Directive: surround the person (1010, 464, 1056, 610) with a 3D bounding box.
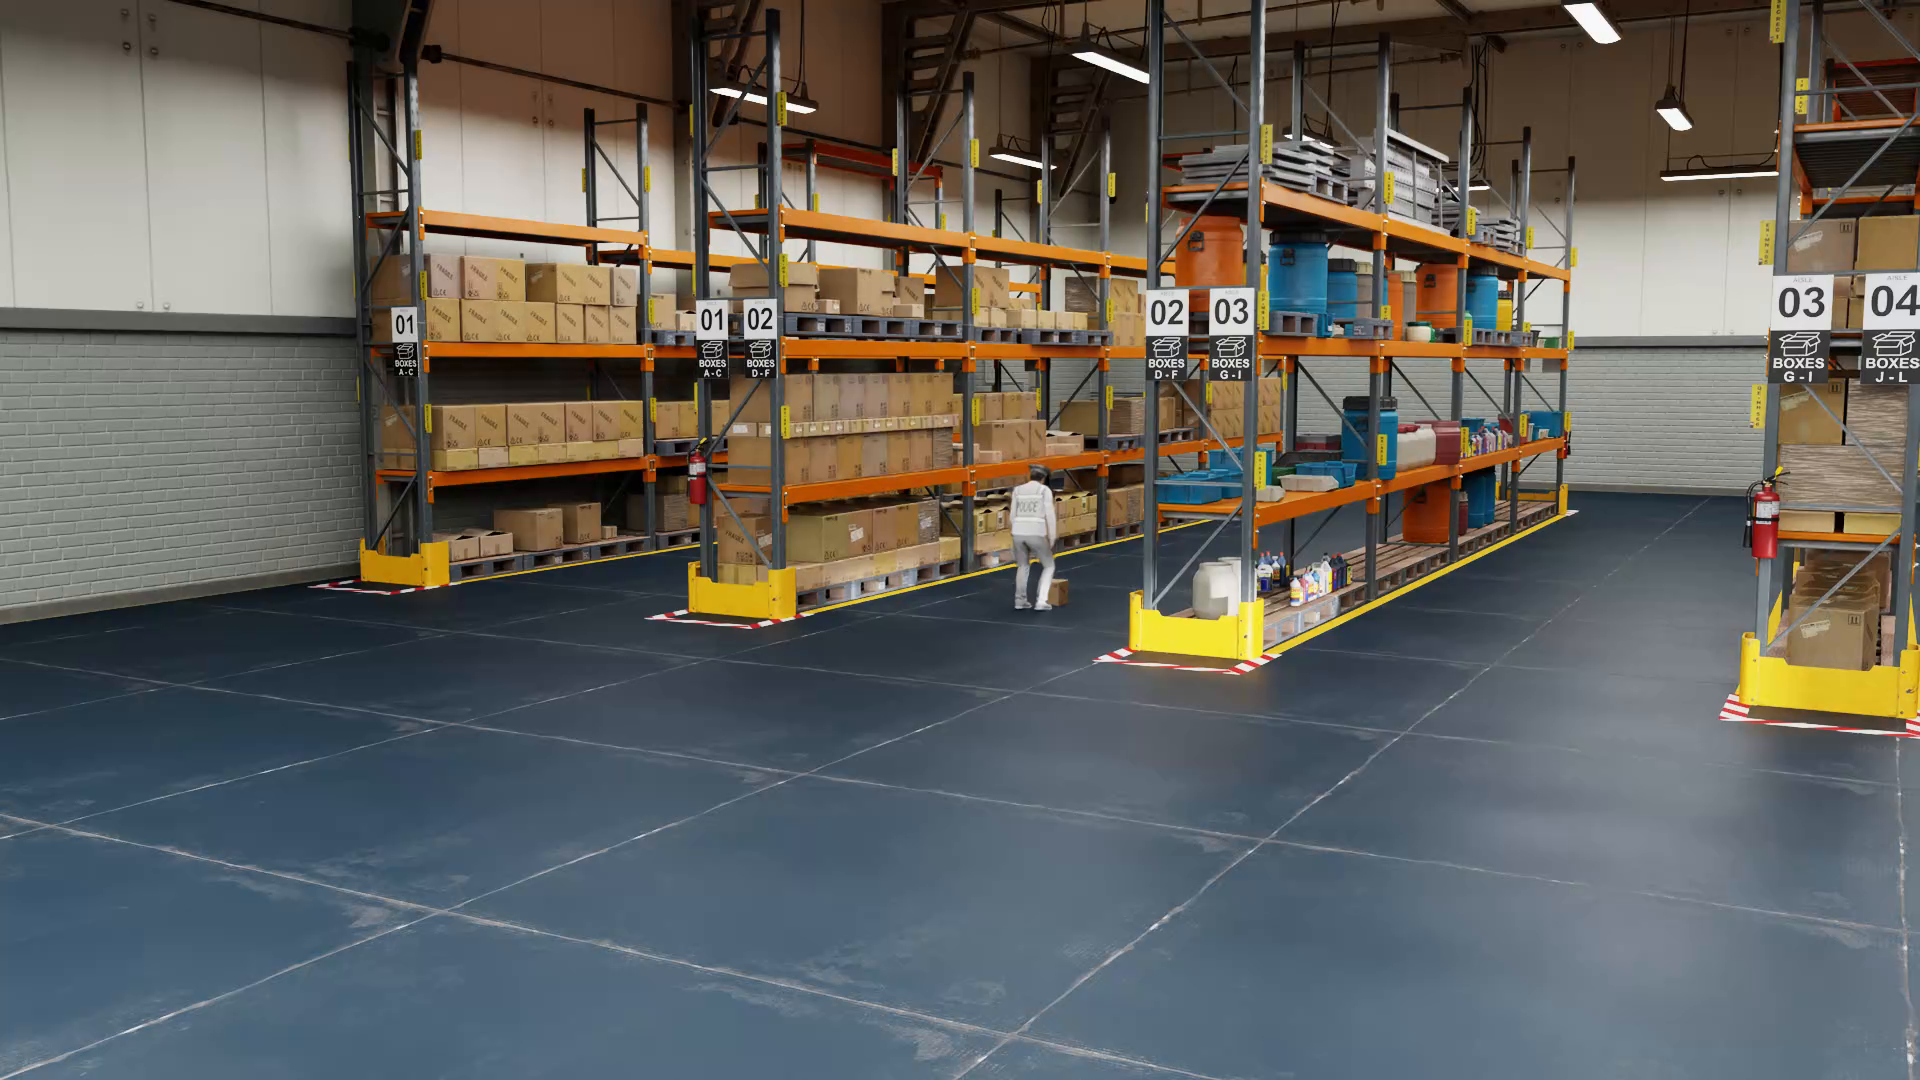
[{"bbox_3d":[0.752,-0.028,17.370,0.526,1.522,0.591,3,7,29],"label":"person"}]
